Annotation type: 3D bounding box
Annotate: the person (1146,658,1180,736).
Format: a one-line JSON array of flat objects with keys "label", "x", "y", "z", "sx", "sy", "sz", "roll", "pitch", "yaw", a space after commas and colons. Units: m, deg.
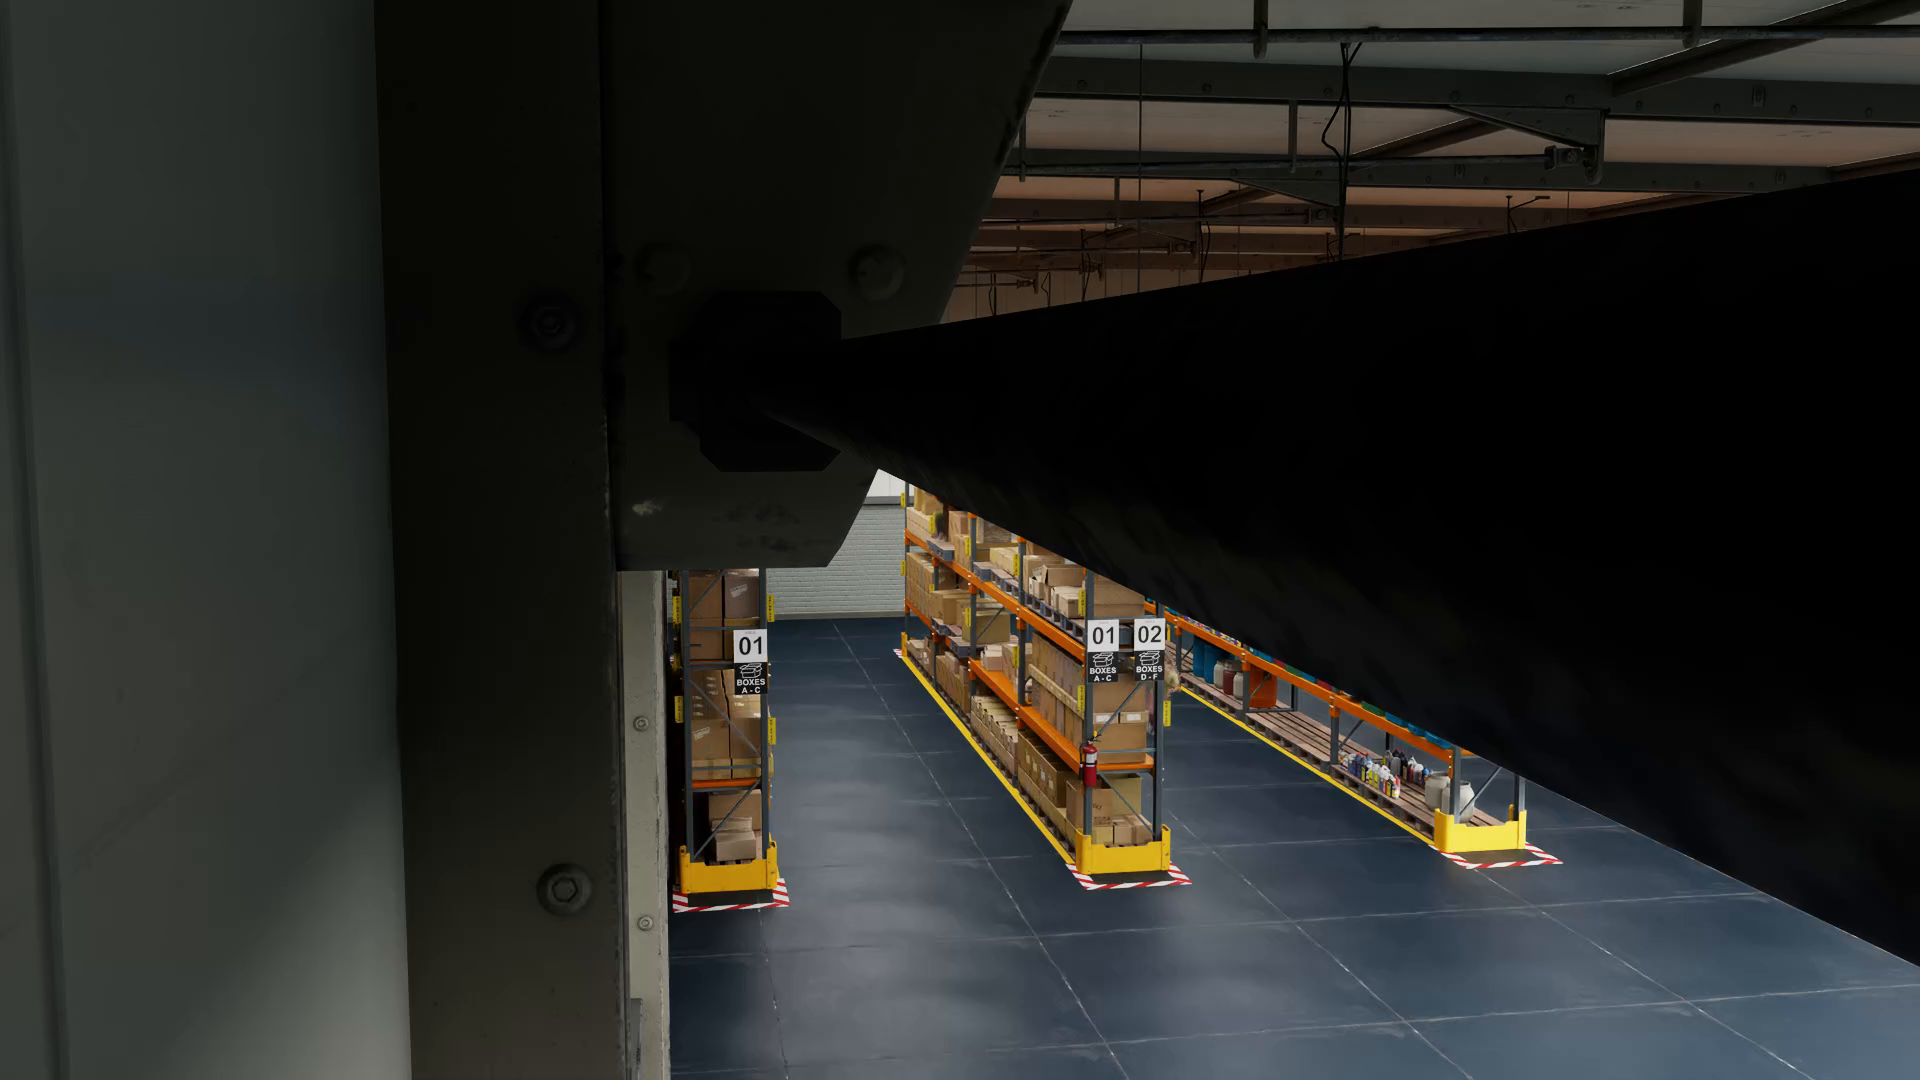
[{"label": "person", "x": 3.423, "y": 2.685, "z": 28.281, "sx": 0.590, "sy": 1.418, "sz": 0.927, "roll": 0, "pitch": 6, "yaw": 1}]
